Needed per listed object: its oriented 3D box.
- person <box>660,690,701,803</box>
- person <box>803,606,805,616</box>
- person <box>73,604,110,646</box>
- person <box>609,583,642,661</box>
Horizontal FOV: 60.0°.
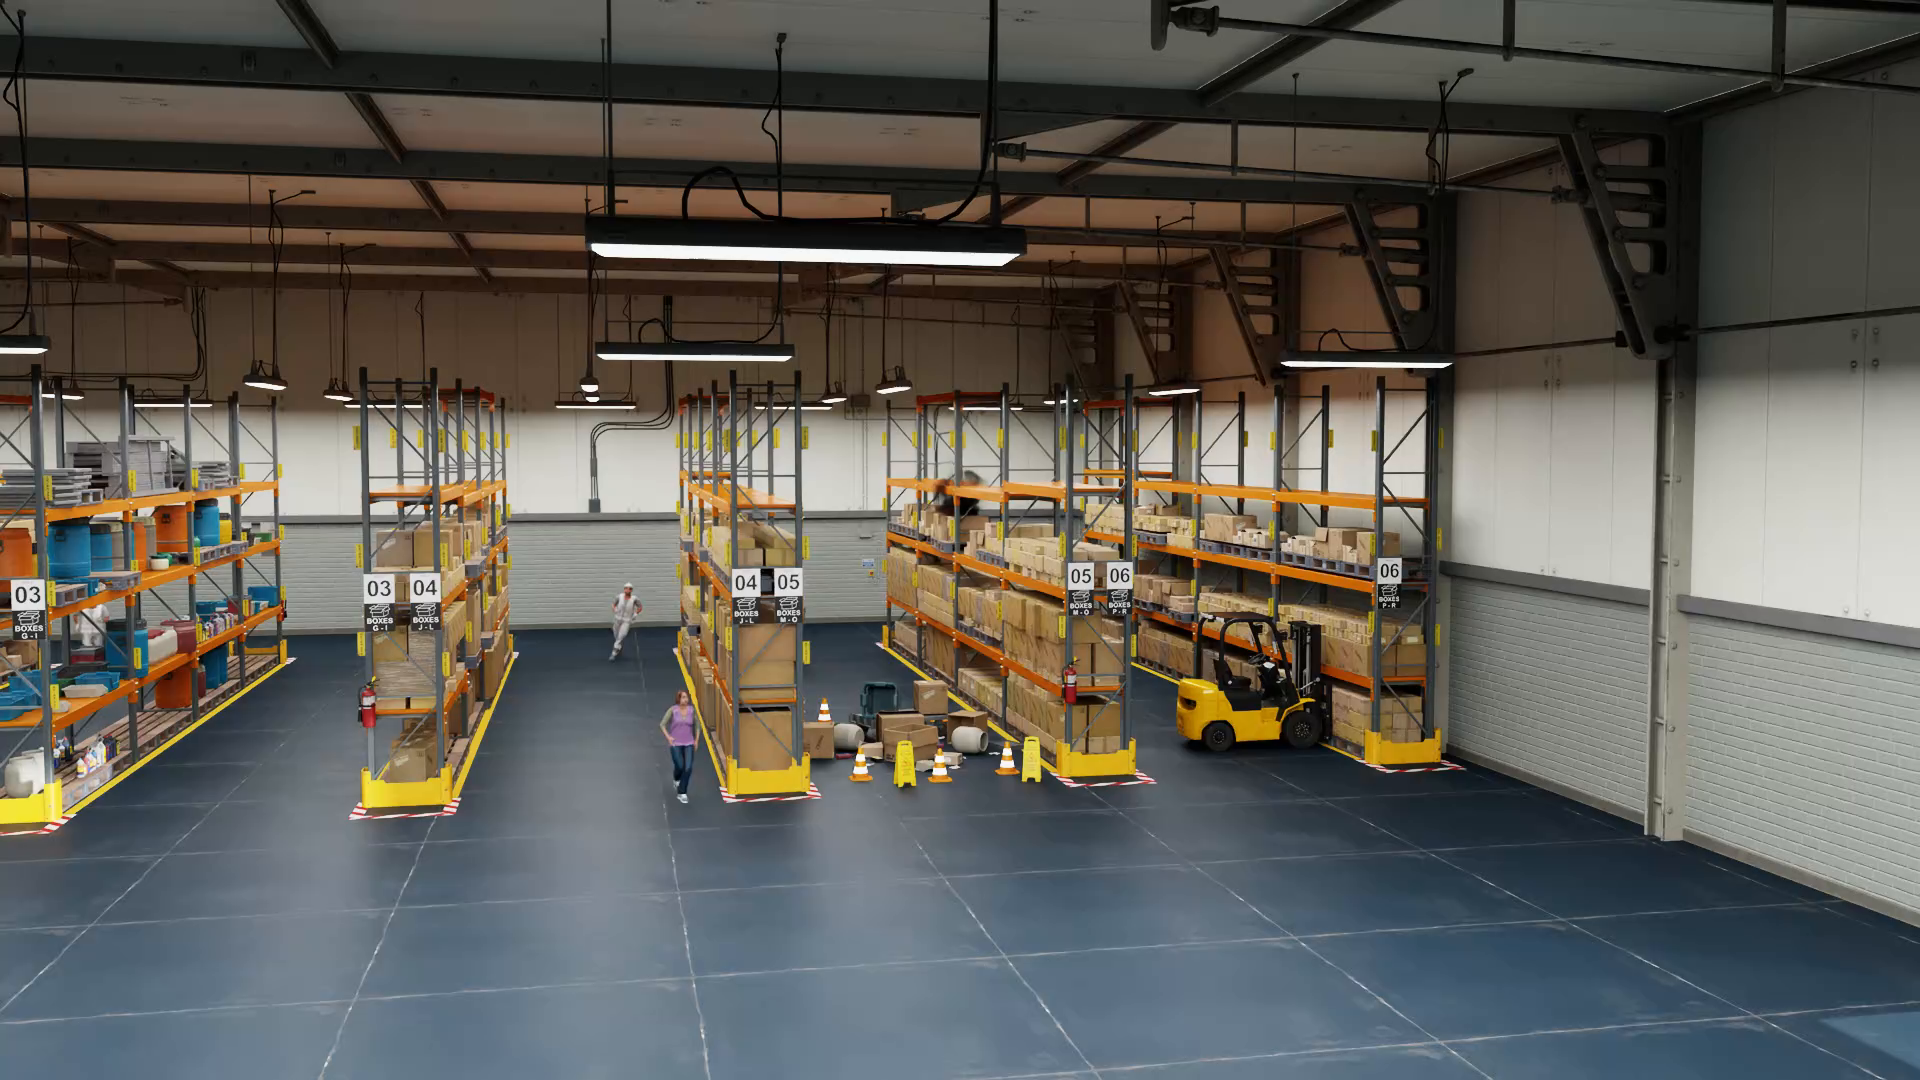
[{"bbox_3d":[-3.868,2.859,23.119,0.570,1.569,0.493,-1,4,-22],"label":"person"},{"bbox_3d":[-3.846,1.944,37.506,0.674,1.769,0.871,-1,4,-19],"label":"person"},{"bbox_3d":[-18.491,2.007,35.448,0.683,1.821,0.832,-2,4,-32],"label":"person"},{"bbox_3d":[-7.663,1.856,38.150,0.678,1.754,0.951,0,3,4],"label":"person"}]
